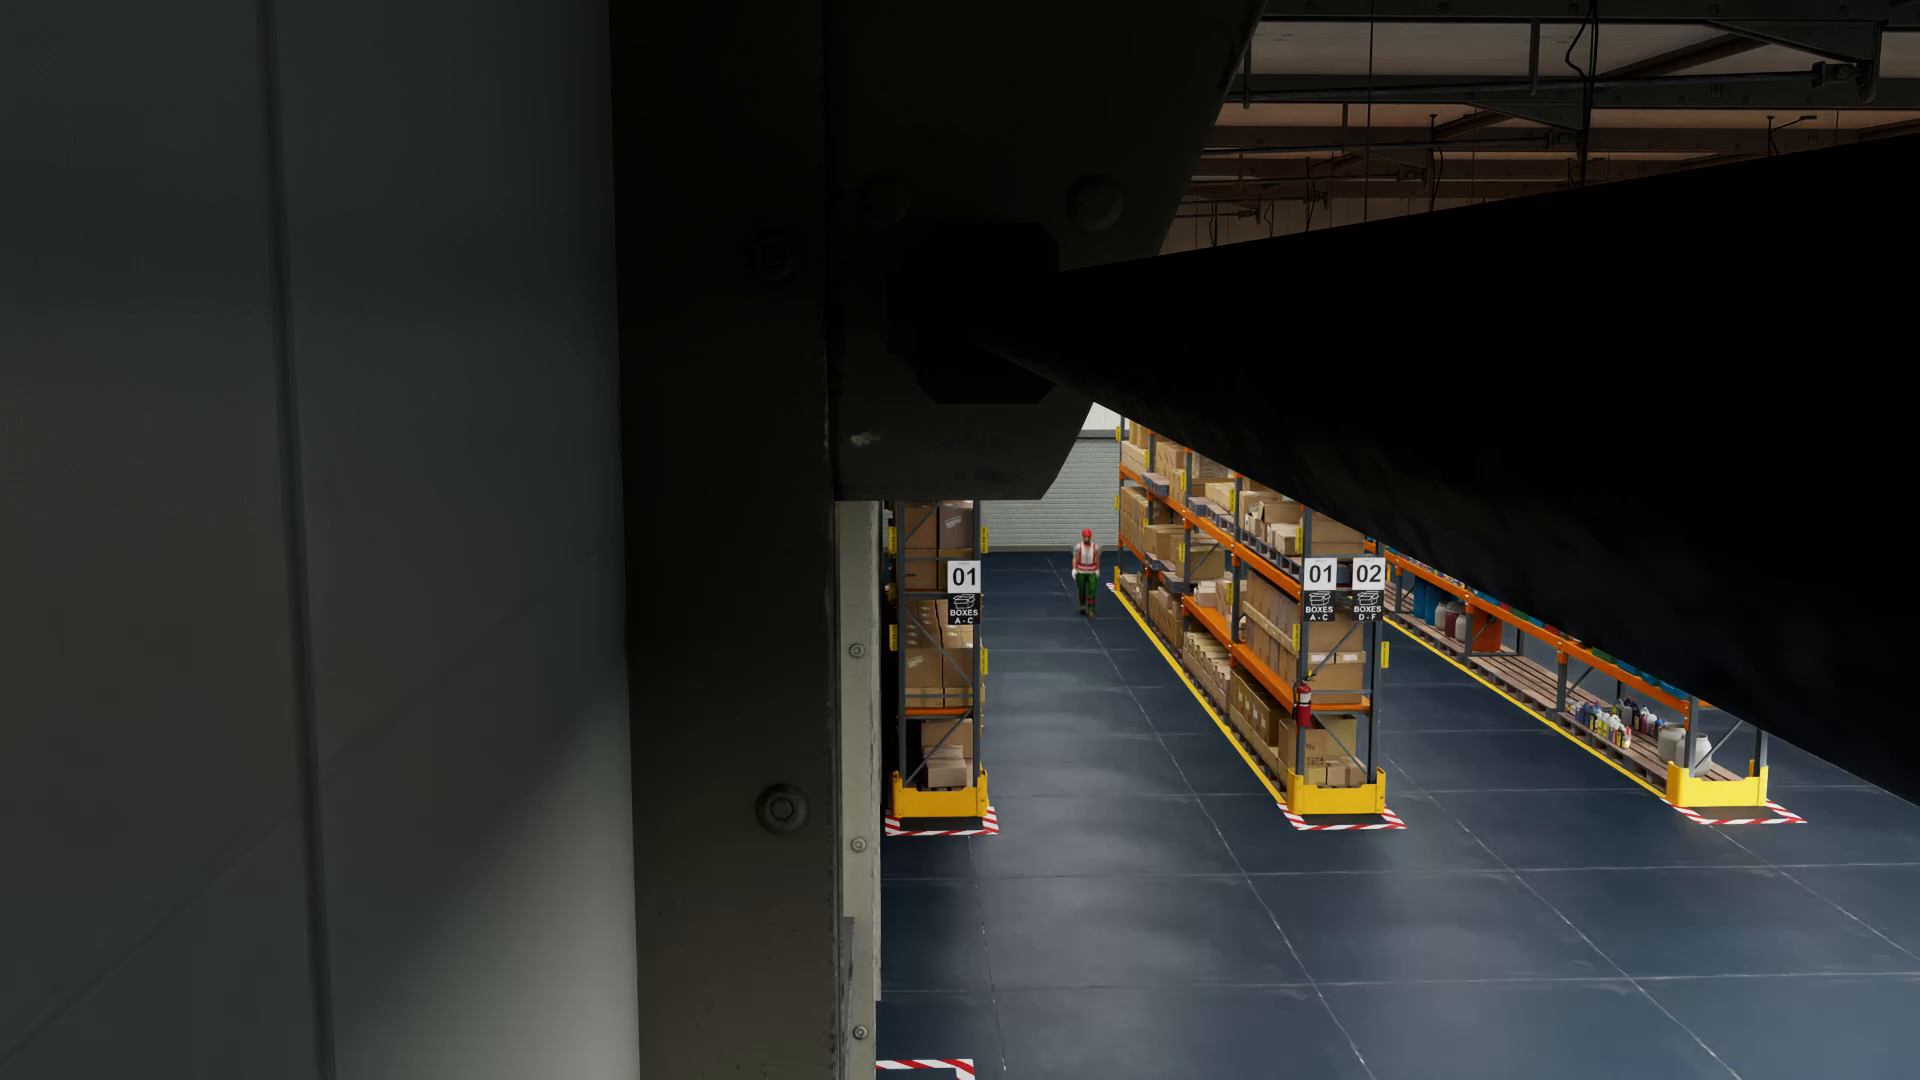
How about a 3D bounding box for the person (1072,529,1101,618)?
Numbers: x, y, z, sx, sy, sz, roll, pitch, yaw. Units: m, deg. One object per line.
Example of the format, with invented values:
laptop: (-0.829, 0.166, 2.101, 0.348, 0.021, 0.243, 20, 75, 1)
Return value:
person: (2.541, 0.648, 33.413, 0.594, 1.726, 1.067, 0, 8, 1)
